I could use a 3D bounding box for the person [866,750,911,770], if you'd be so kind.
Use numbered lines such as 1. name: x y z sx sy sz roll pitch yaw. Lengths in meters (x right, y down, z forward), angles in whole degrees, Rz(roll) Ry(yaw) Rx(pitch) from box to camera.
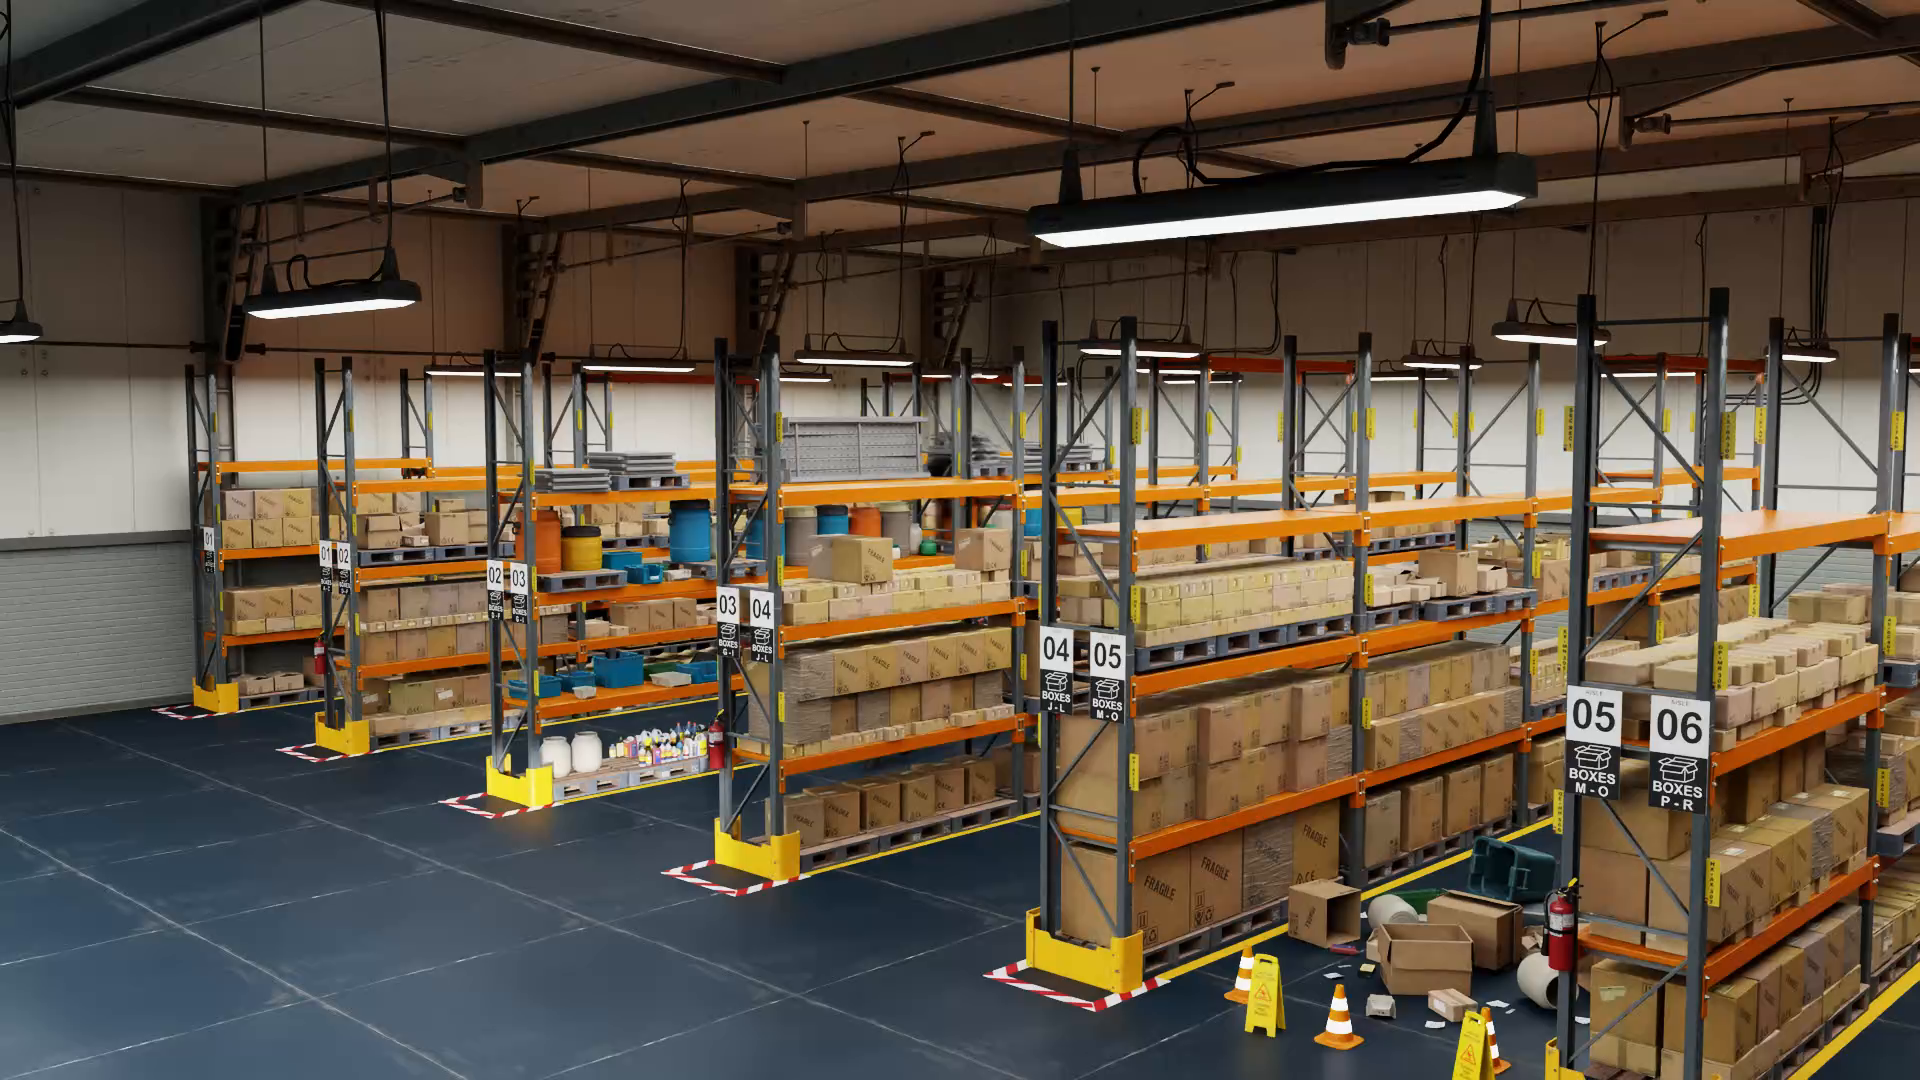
1. person: -1.014 2.457 24.424 0.655 1.736 1.009 3 5 33

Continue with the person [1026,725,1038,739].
1. person: 0.990 2.458 25.097 0.564 1.578 0.921 3 5 33
